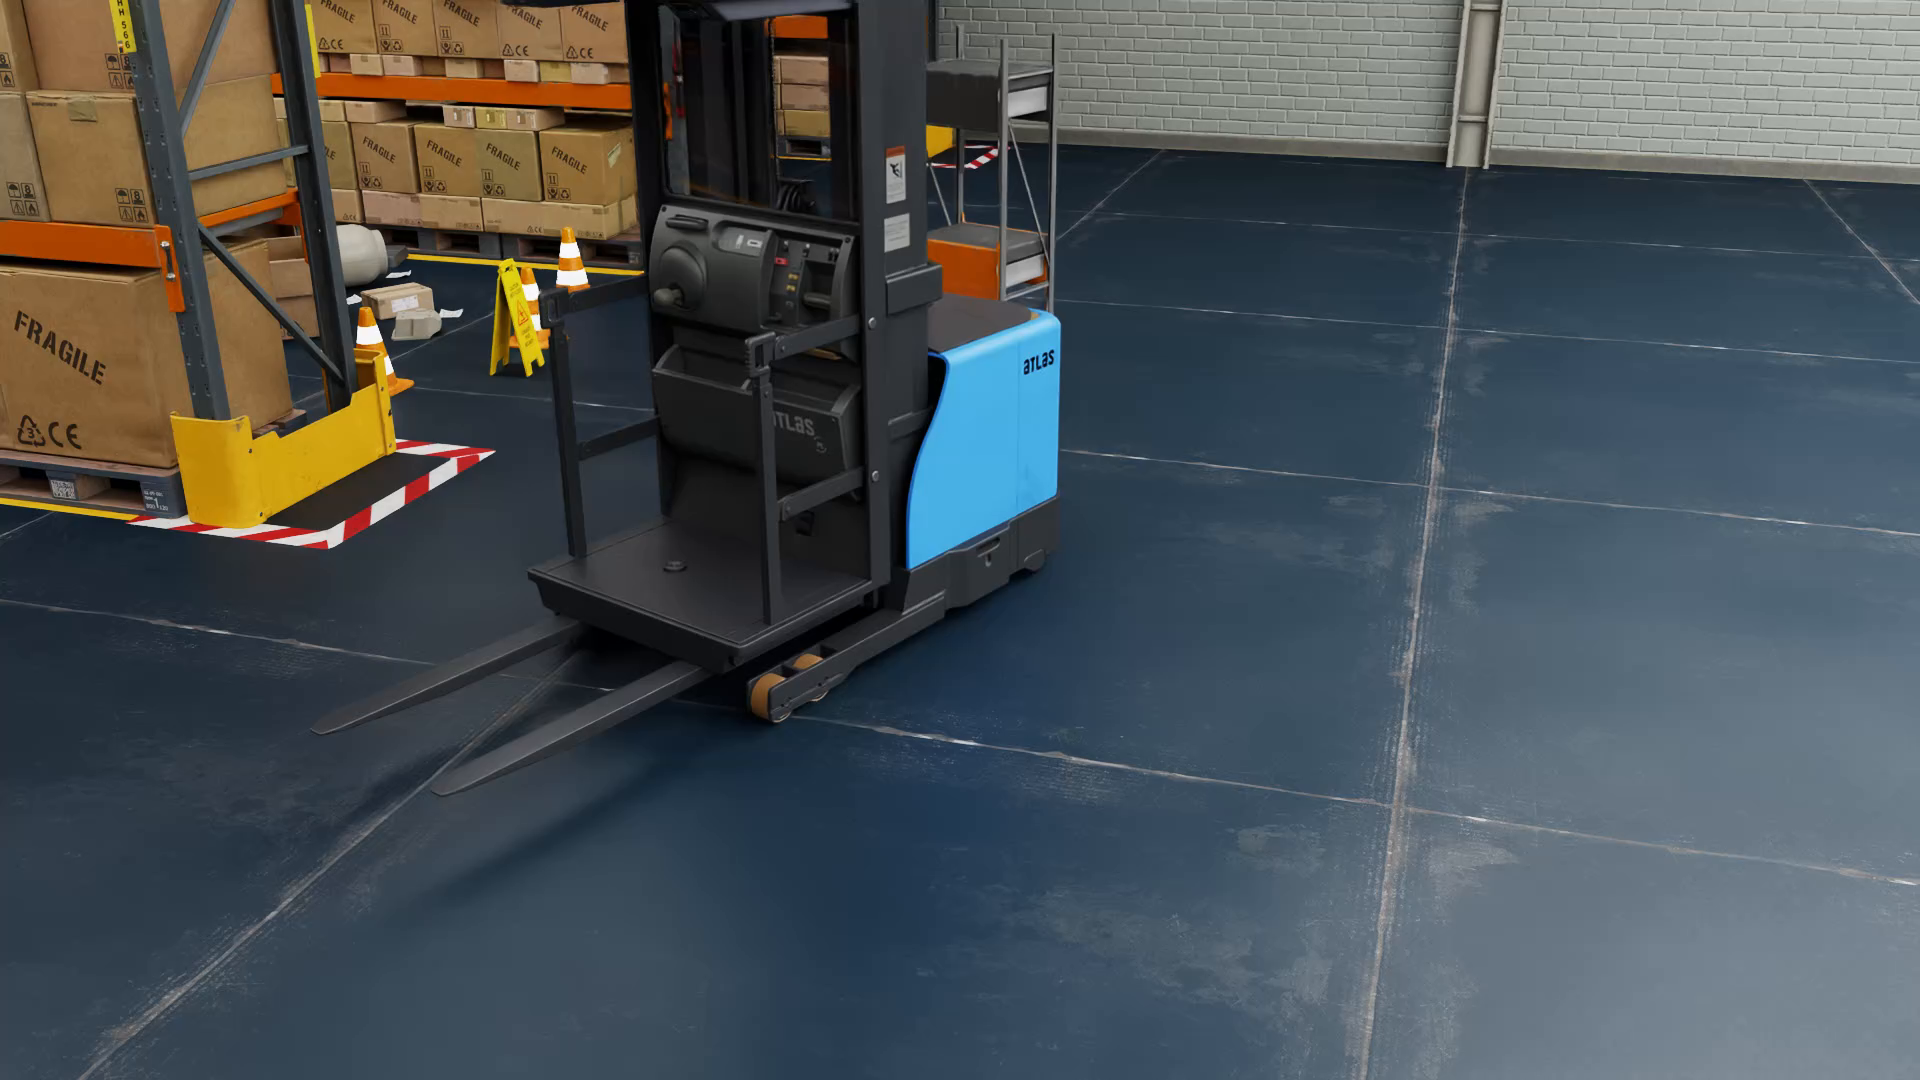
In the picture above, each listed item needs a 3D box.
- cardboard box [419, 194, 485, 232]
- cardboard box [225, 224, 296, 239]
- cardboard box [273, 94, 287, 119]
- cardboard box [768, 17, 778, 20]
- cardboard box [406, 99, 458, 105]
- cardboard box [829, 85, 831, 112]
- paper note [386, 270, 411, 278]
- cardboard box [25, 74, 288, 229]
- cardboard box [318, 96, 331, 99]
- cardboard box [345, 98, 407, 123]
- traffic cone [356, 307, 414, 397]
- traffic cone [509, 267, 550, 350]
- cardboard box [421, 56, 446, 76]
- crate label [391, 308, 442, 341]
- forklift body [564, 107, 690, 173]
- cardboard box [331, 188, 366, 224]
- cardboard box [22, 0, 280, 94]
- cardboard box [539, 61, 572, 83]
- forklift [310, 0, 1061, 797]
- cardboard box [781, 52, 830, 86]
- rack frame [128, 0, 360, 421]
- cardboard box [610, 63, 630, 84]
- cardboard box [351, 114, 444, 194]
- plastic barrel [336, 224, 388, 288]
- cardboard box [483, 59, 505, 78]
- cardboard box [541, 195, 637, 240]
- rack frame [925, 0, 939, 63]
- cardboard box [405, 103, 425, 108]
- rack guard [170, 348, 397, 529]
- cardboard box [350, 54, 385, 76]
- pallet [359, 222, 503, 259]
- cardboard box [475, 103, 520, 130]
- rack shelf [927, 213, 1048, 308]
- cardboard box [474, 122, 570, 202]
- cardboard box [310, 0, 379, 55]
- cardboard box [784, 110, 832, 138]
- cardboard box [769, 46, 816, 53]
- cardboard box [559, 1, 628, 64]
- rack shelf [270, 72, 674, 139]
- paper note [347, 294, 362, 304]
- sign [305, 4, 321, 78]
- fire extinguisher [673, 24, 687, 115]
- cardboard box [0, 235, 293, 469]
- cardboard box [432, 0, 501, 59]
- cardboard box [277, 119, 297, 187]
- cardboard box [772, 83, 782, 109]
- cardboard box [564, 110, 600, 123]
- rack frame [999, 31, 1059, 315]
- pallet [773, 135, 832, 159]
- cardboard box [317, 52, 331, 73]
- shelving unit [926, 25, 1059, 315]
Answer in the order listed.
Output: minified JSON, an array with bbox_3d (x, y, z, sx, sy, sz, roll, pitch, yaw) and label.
[{"bbox_3d":[-3.692,-2.502,12.487,0.500,0.250,0.500,6,23,14],"label":"cardboard box"},{"bbox_3d":[-5.041,-2.145,11.838,0.500,0.500,0.500,-14,26,-30],"label":"cardboard box"},{"bbox_3d":[-5.085,-3.283,12.549,0.250,0.149,0.380,7,23,16],"label":"cardboard box"},{"bbox_3d":[-1.946,-5.399,16.348,0.500,0.500,0.500,6,23,14],"label":"cardboard box"},{"bbox_3d":[-5.487,-4.953,17.968,0.625,0.625,0.875,6,23,15],"label":"cardboard box"},{"bbox_3d":[-0.971,-4.371,16.385,0.500,0.250,0.500,6,23,15],"label":"cardboard box"},{"bbox_3d":[-4.001,-1.897,11.855,0.148,0.019,0.142,-1,22,-3],"label":"paper note"},{"bbox_3d":[-3.546,-1.758,7.406,0.550,0.550,0.875,7,23,16],"label":"cardboard box"},{"bbox_3d":[-6.852,-5.108,18.347,0.625,0.625,0.875,7,23,17],"label":"cardboard box"},{"bbox_3d":[-4.334,-3.199,12.344,0.250,0.149,0.380,8,24,19],"label":"cardboard box"},{"bbox_3d":[-3.276,-1.065,9.256,0.334,0.463,0.336,7,23,16],"label":"traffic cone"},{"bbox_3d":[-2.624,-1.438,10.166,0.334,0.463,0.336,7,23,16],"label":"traffic cone"},{"bbox_3d":[-3.722,-3.496,12.170,0.250,0.149,0.380,7,23,16],"label":"cardboard box"},{"bbox_3d":[-3.395,-1.351,10.383,0.298,0.136,0.250,-5,23,-12],"label":"crate label"},{"bbox_3d":[-2.757,-4.430,15.236,1.214,2.155,2.313,7,23,16],"label":"forklift body"},{"bbox_3d":[-4.673,-2.617,12.768,0.500,0.250,0.500,8,24,19],"label":"cardboard box"},{"bbox_3d":[-3.522,-2.288,7.275,0.550,0.550,0.875,7,23,16],"label":"cardboard box"},{"bbox_3d":[-2.778,-3.344,11.802,0.250,0.149,0.380,6,23,15],"label":"cardboard box"},{"bbox_3d":[-0.869,-0.937,5.692,1.130,2.935,3.031,16,27,34],"label":"forklift"},{"bbox_3d":[-1.436,-4.654,16.414,0.500,0.250,0.500,7,23,16],"label":"cardboard box"},{"bbox_3d":[-3.178,-1.664,7.375,0.127,3.000,1.000,7,23,16],"label":"rack frame"},{"bbox_3d":[-2.264,-3.321,11.745,0.250,0.149,0.380,7,23,17],"label":"cardboard box"},{"bbox_3d":[-4.175,-2.907,12.486,0.500,0.500,0.500,8,24,18],"label":"cardboard box"},{"bbox_3d":[-4.259,-1.958,11.486,0.512,0.421,0.421,-14,26,-30],"label":"plastic barrel"},{"bbox_3d":[-3.238,-3.441,12.037,0.250,0.149,0.380,7,23,16],"label":"cardboard box"},{"bbox_3d":[-2.719,-2.390,12.213,0.500,0.250,0.500,6,23,15],"label":"cardboard box"},{"bbox_3d":[-0.414,-5.278,16.184,0.127,3.000,1.000,7,23,16],"label":"rack frame"},{"bbox_3d":[-4.543,-3.159,13.101,0.500,0.500,0.500,7,23,16],"label":"cardboard box"},{"bbox_3d":[-3.155,-0.505,7.843,0.348,0.500,1.175,7,23,16],"label":"rack guard"},{"bbox_3d":[-4.243,-3.501,12.185,0.250,0.149,0.380,7,23,16],"label":"cardboard box"},{"bbox_3d":[-3.849,-2.428,12.912,1.213,0.211,1.003,7,23,16],"label":"pallet"},{"bbox_3d":[-3.298,-3.081,12.055,0.250,0.149,0.380,7,23,16],"label":"cardboard box"},{"bbox_3d":[0.087,-1.100,7.221,0.480,0.518,0.431,16,27,33],"label":"rack shelf"},{"bbox_3d":[-3.188,-2.792,12.206,0.500,0.500,0.500,7,23,17],"label":"cardboard box"},{"bbox_3d":[-4.369,-3.840,12.156,0.500,0.500,0.500,6,23,15],"label":"cardboard box"},{"bbox_3d":[-1.429,-4.195,16.613,0.500,0.250,0.500,7,23,15],"label":"cardboard box"},{"bbox_3d":[-1.775,-4.896,17.006,0.500,0.250,0.500,6,23,15],"label":"cardboard box"},{"bbox_3d":[-2.444,-3.617,11.612,0.500,0.500,0.500,6,23,15],"label":"cardboard box"},{"bbox_3d":[-3.759,-3.360,12.457,4.000,0.370,1.077,7,23,16],"label":"rack shelf"},{"bbox_3d":[-4.094,-1.623,11.202,0.142,0.019,0.148,16,27,34],"label":"paper note"},{"bbox_3d":[-3.012,-2.303,7.686,0.005,0.325,0.100,7,23,16],"label":"sign"},{"bbox_3d":[-1.868,-3.258,11.362,0.183,0.674,0.296,7,23,16],"label":"fire extinguisher"},{"bbox_3d":[-3.846,-0.926,7.821,0.875,0.875,0.875,7,23,16],"label":"cardboard box"},{"bbox_3d":[-3.400,-3.730,11.887,0.500,0.500,0.500,6,23,15],"label":"cardboard box"},{"bbox_3d":[-5.187,-3.019,12.758,0.500,0.500,0.500,8,24,18],"label":"cardboard box"},{"bbox_3d":[-1.948,-4.479,16.647,0.500,0.250,0.500,6,23,14],"label":"cardboard box"},{"bbox_3d":[-3.062,-2.990,12.689,0.500,0.500,0.500,6,23,14],"label":"cardboard box"},{"bbox_3d":[0.284,-1.058,7.082,0.015,2.100,0.400,16,27,33],"label":"rack frame"},{"bbox_3d":[-1.159,-4.056,16.881,1.213,0.211,1.003,7,23,16],"label":"pallet"},{"bbox_3d":[-4.719,-3.578,12.372,0.250,0.149,0.380,7,23,17],"label":"cardboard box"},{"bbox_3d":[0.087,-1.112,7.215,0.503,2.100,0.431,16,27,33],"label":"shelving unit"}]
